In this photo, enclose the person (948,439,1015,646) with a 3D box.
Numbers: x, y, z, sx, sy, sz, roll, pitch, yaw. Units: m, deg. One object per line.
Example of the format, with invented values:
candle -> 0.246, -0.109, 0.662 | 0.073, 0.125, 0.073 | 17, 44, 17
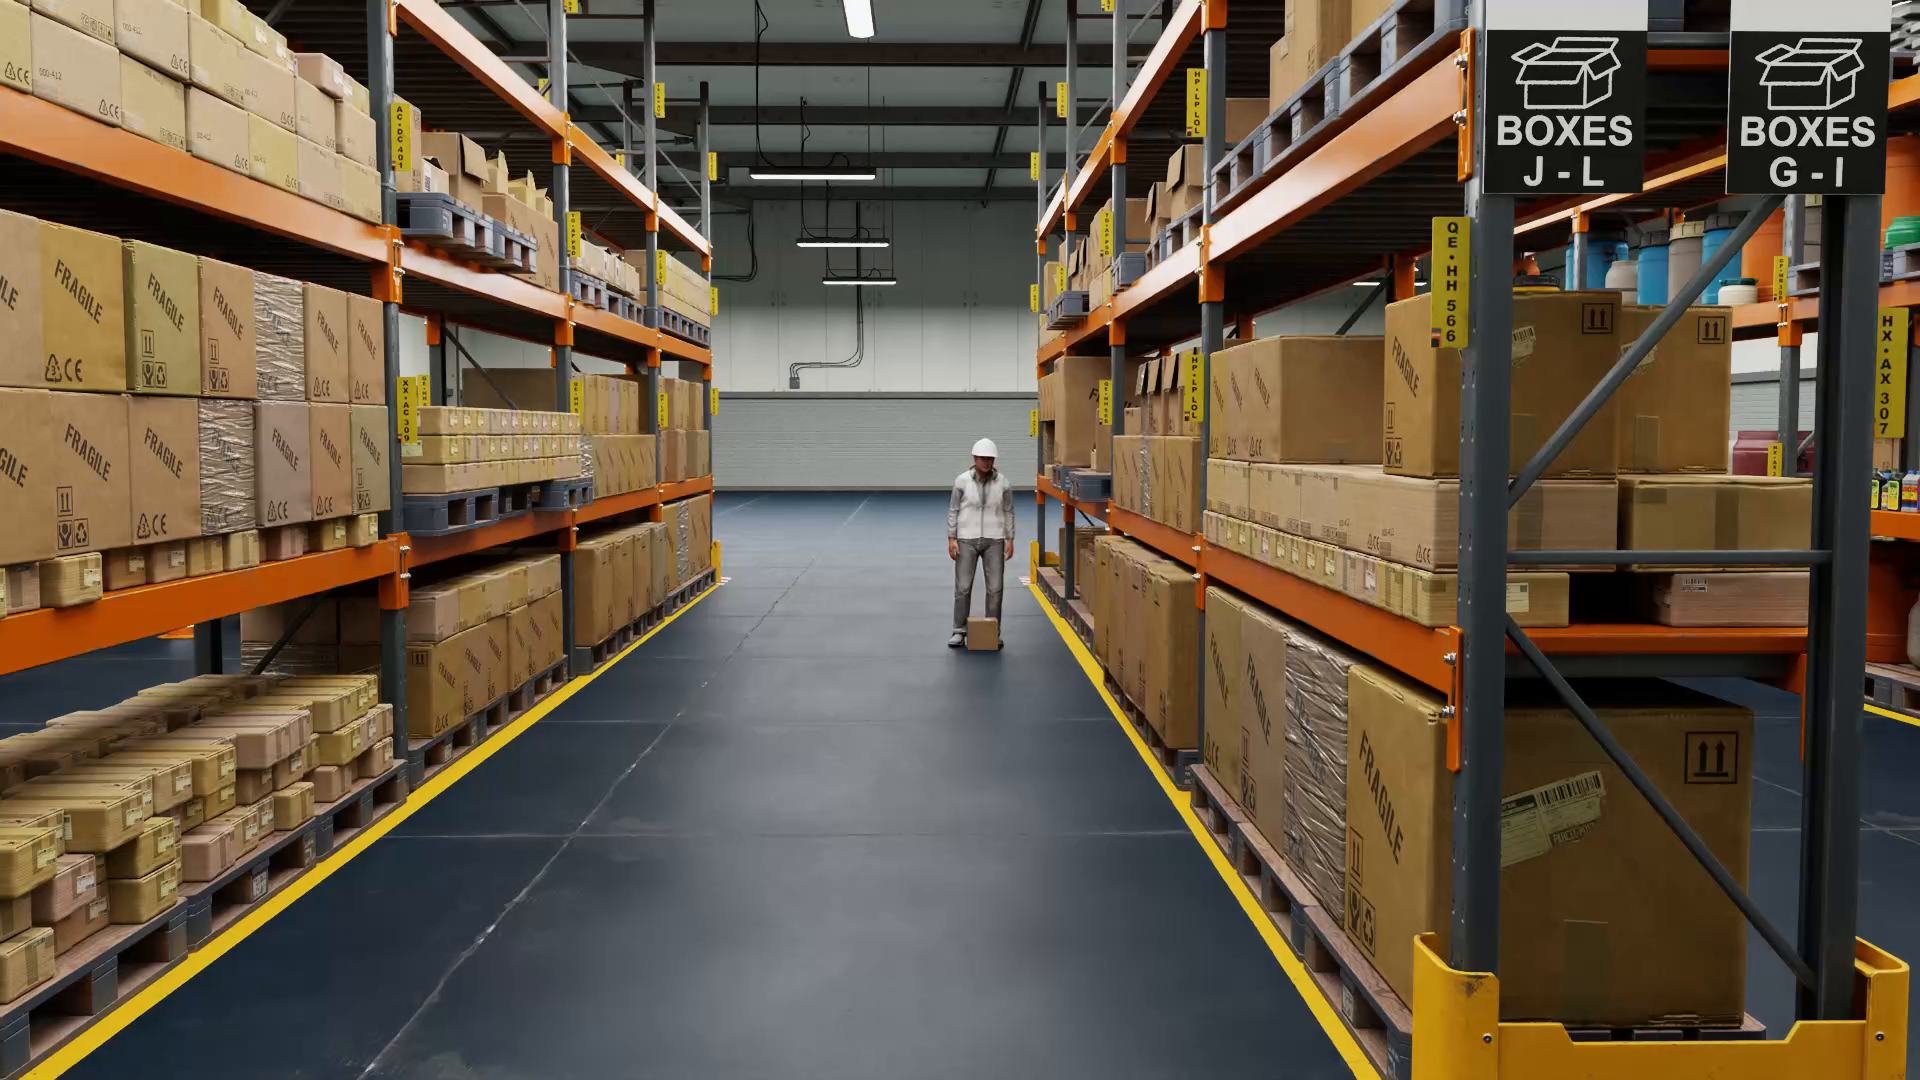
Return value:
person -> 0.181, 0.017, 14.264 | 0.590, 1.770, 0.465 | 0, 4, -5
